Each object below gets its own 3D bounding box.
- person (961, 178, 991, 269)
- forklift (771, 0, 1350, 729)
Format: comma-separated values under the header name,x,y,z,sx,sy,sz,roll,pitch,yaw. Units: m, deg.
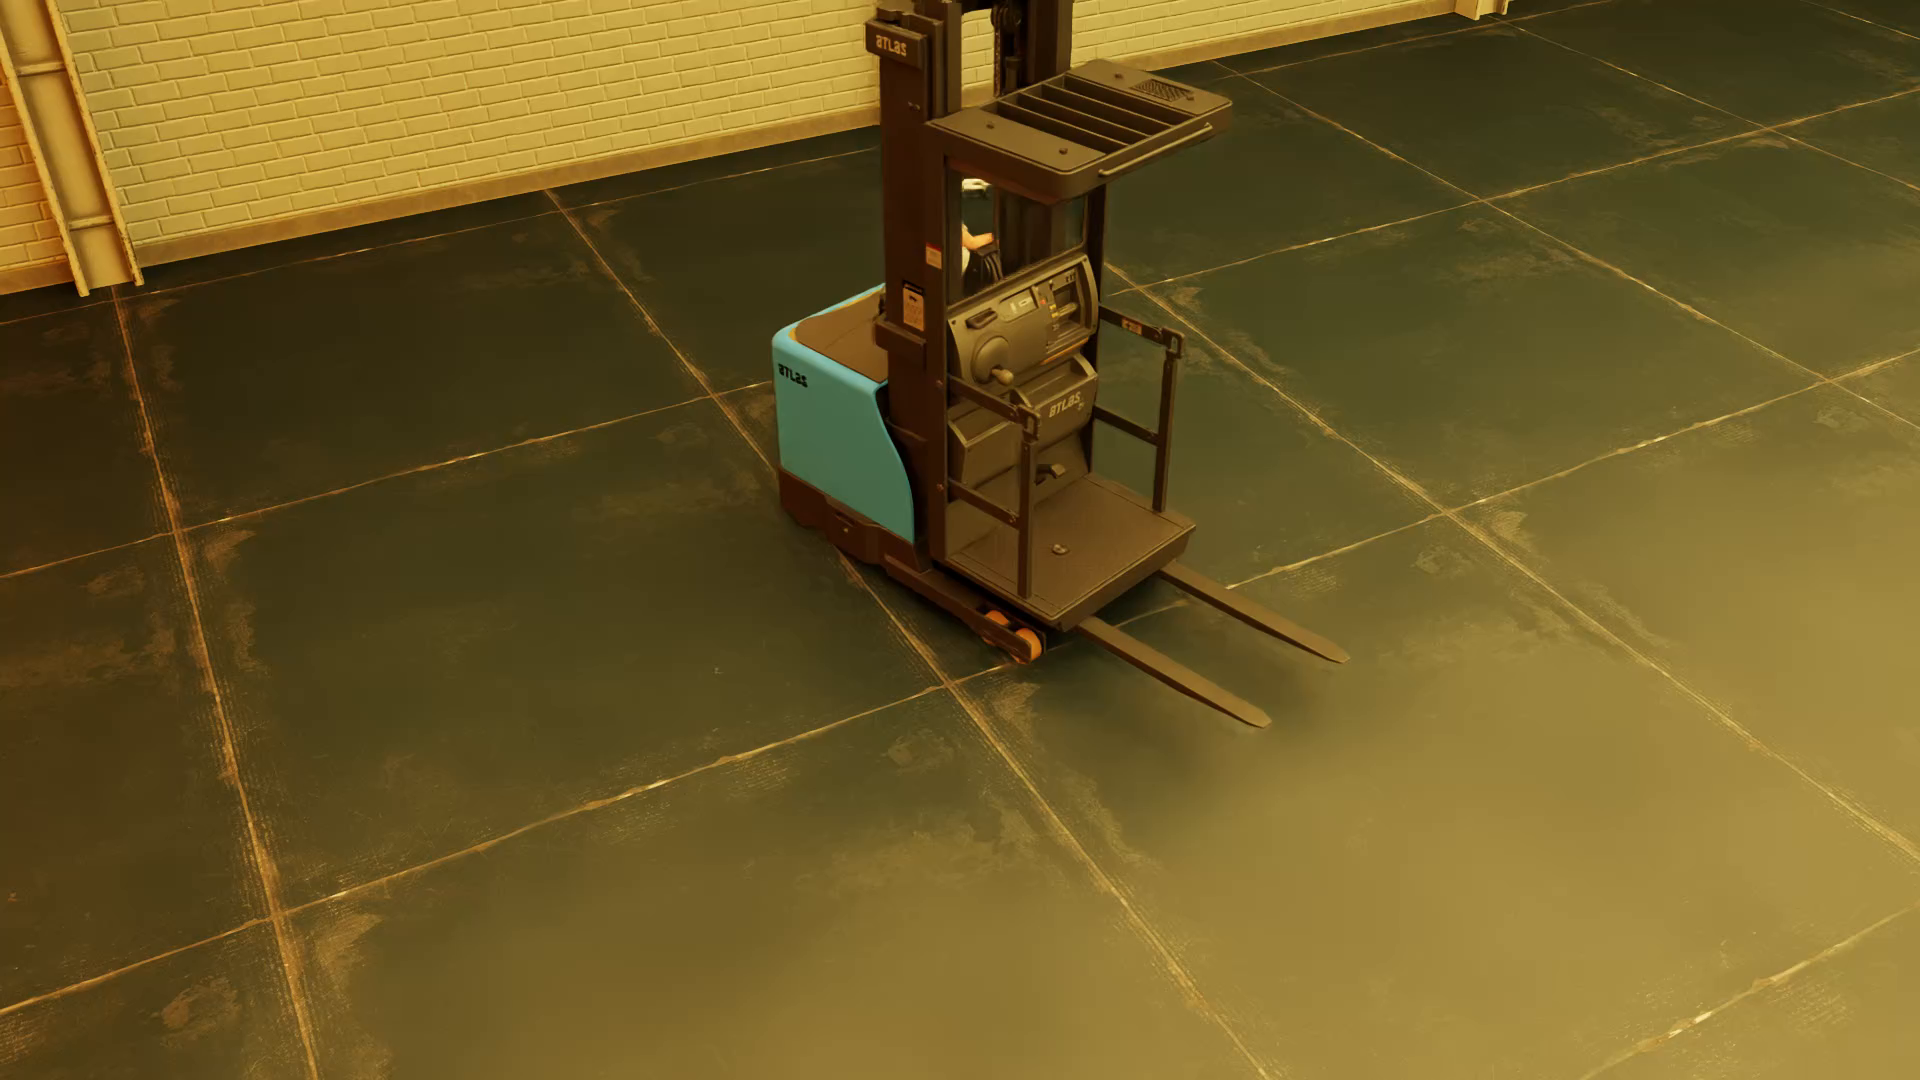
name,x,y,z,sx,sy,sz,roll,pitch,yaw
person,-0.002,-1.656,9.704,0.778,1.577,0.865,-11,37,-15
forklift,0.450,-0.955,7.474,3.031,2.935,1.130,29,45,35
